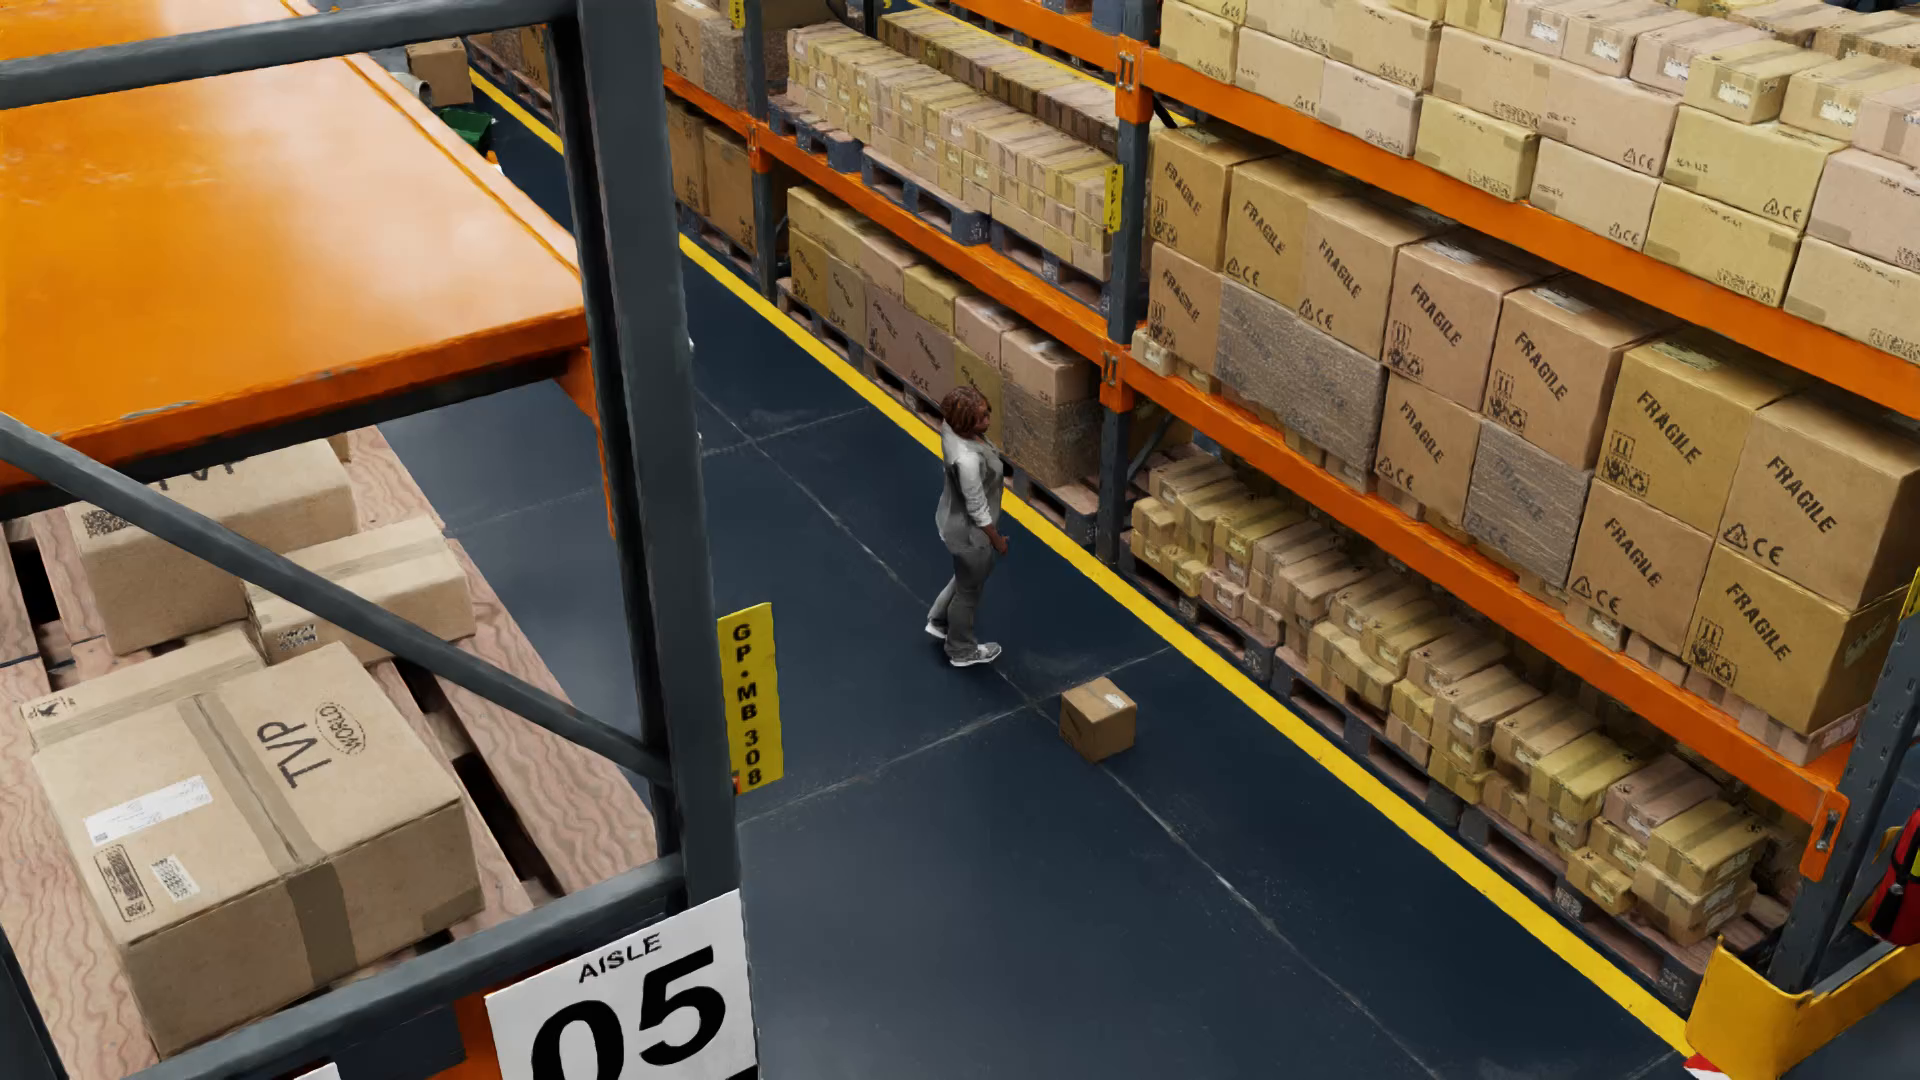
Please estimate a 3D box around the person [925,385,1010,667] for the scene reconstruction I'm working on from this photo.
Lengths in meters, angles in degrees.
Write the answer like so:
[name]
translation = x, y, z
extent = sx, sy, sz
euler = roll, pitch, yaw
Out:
[person]
translation = 0.033, -0.056, 7.806
extent = 0.375, 1.615, 0.507
euler = -5, 33, -8
